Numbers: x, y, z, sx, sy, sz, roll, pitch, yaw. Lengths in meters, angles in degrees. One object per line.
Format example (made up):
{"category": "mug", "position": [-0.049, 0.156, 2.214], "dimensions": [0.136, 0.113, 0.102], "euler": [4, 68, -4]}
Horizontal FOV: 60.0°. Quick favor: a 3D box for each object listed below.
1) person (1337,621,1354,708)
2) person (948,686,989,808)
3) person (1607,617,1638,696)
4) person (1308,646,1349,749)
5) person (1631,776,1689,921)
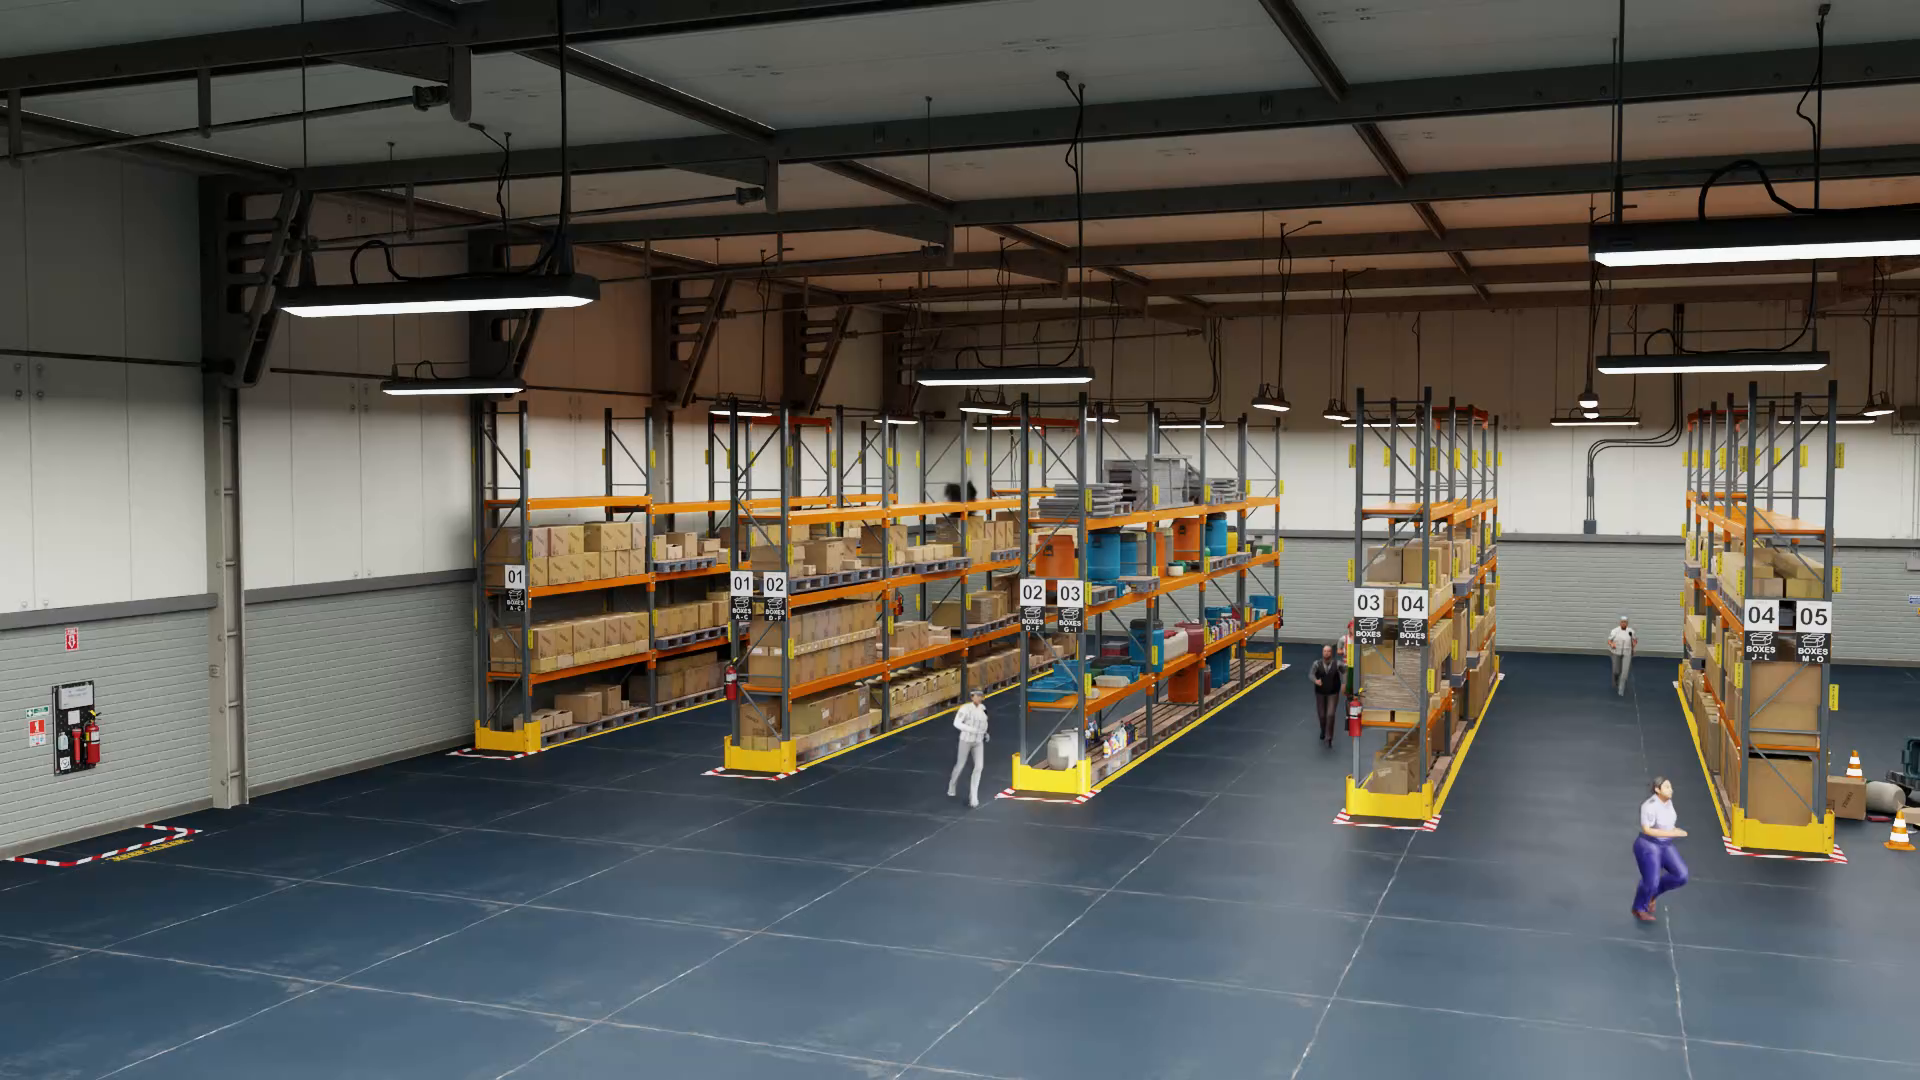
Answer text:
{"category": "person", "position": [7.754, 2.512, 32.814], "dimensions": [0.632, 1.823, 0.705], "euler": [1, 3, 13]}
{"category": "person", "position": [0.177, 2.979, 24.323], "dimensions": [0.643, 1.703, 0.874], "euler": [-1, 3, -25]}
{"category": "person", "position": [14.165, 2.465, 35.551], "dimensions": [0.610, 1.672, 0.853], "euler": [1, 3, 19]}
{"category": "person", "position": [6.441, 2.720, 29.135], "dimensions": [0.676, 1.751, 0.854], "euler": [1, 3, 20]}
{"category": "person", "position": [7.536, 3.327, 17.881], "dimensions": [0.643, 1.598, 0.685], "euler": [-2, 3, -34]}
